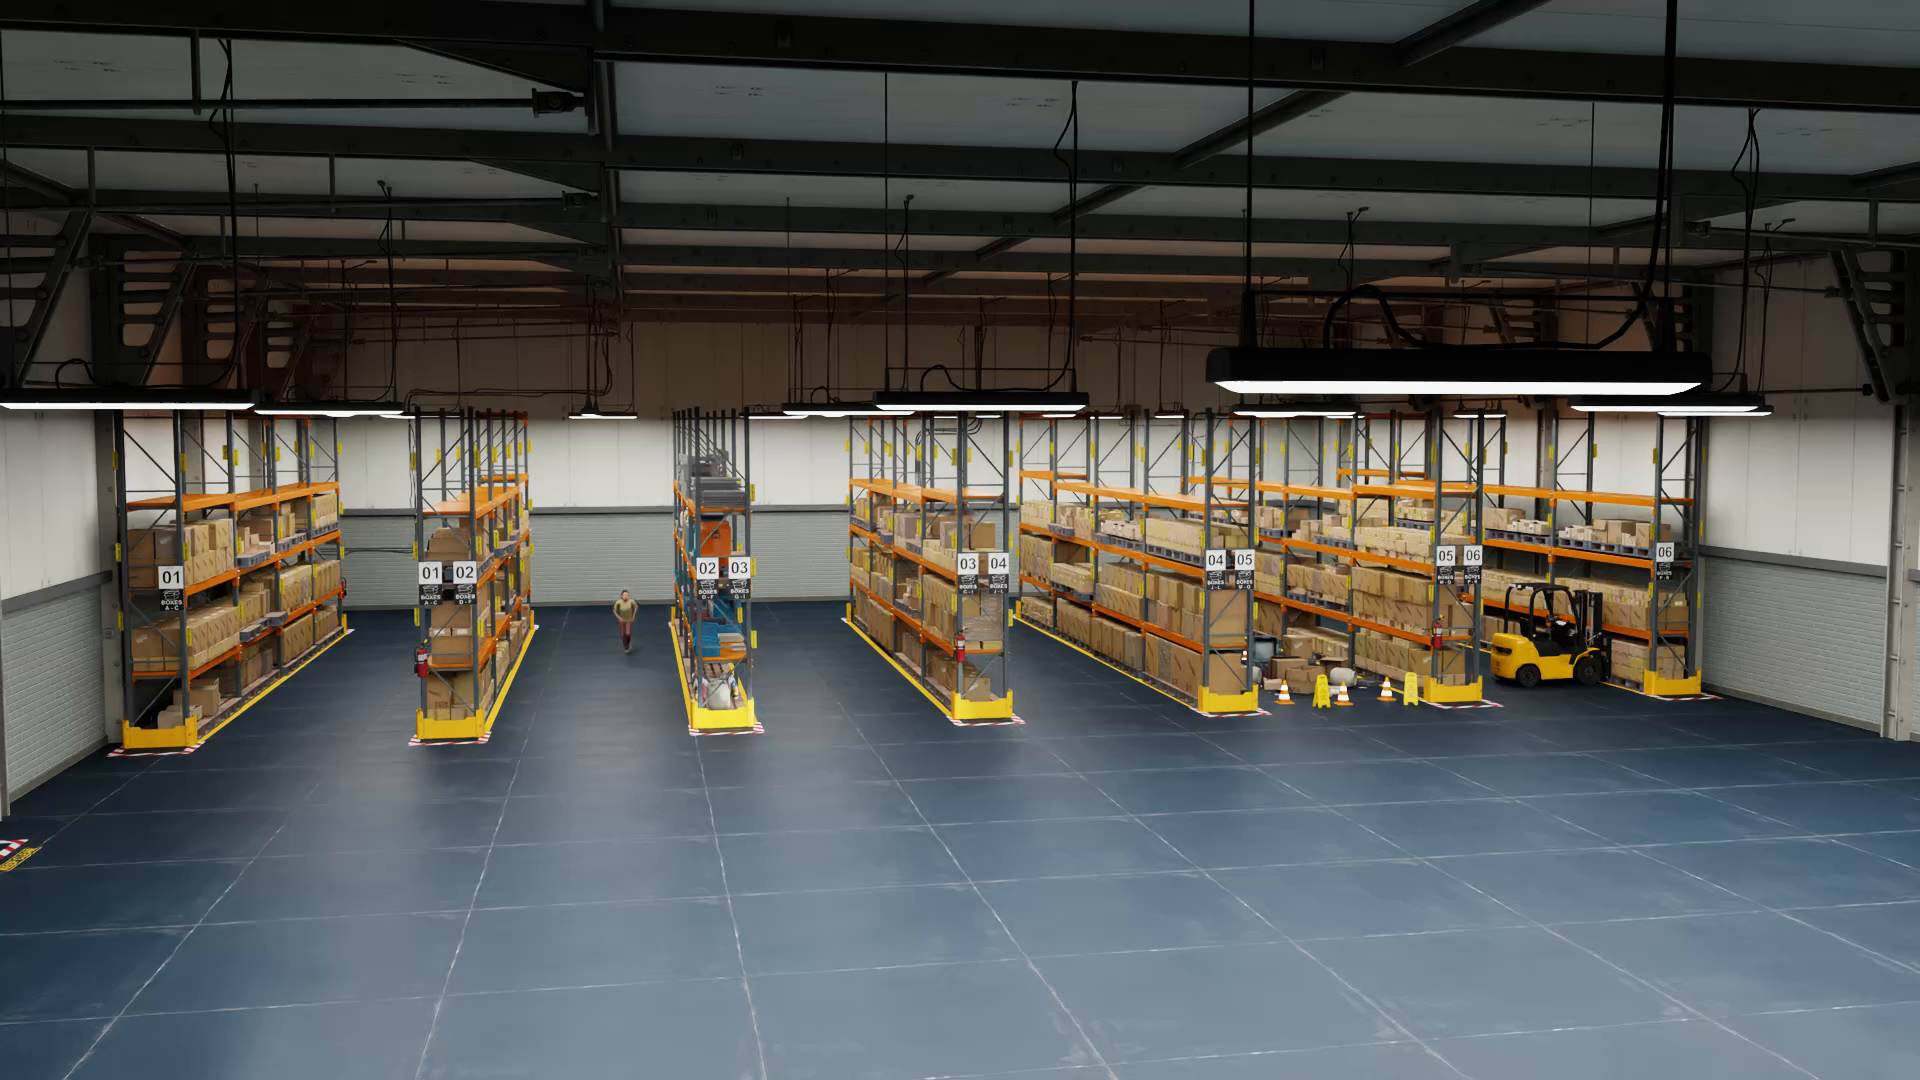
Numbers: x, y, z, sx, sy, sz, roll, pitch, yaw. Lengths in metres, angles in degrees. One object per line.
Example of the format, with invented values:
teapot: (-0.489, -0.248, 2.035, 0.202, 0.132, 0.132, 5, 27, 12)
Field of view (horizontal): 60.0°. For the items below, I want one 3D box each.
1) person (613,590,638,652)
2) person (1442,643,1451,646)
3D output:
person: (-8.272, 2.021, 41.148, 0.560, 1.562, 0.693, 0, 4, -2)
person: (11.021, 2.164, 38.015, 0.579, 1.723, 0.565, -1, 4, -13)
